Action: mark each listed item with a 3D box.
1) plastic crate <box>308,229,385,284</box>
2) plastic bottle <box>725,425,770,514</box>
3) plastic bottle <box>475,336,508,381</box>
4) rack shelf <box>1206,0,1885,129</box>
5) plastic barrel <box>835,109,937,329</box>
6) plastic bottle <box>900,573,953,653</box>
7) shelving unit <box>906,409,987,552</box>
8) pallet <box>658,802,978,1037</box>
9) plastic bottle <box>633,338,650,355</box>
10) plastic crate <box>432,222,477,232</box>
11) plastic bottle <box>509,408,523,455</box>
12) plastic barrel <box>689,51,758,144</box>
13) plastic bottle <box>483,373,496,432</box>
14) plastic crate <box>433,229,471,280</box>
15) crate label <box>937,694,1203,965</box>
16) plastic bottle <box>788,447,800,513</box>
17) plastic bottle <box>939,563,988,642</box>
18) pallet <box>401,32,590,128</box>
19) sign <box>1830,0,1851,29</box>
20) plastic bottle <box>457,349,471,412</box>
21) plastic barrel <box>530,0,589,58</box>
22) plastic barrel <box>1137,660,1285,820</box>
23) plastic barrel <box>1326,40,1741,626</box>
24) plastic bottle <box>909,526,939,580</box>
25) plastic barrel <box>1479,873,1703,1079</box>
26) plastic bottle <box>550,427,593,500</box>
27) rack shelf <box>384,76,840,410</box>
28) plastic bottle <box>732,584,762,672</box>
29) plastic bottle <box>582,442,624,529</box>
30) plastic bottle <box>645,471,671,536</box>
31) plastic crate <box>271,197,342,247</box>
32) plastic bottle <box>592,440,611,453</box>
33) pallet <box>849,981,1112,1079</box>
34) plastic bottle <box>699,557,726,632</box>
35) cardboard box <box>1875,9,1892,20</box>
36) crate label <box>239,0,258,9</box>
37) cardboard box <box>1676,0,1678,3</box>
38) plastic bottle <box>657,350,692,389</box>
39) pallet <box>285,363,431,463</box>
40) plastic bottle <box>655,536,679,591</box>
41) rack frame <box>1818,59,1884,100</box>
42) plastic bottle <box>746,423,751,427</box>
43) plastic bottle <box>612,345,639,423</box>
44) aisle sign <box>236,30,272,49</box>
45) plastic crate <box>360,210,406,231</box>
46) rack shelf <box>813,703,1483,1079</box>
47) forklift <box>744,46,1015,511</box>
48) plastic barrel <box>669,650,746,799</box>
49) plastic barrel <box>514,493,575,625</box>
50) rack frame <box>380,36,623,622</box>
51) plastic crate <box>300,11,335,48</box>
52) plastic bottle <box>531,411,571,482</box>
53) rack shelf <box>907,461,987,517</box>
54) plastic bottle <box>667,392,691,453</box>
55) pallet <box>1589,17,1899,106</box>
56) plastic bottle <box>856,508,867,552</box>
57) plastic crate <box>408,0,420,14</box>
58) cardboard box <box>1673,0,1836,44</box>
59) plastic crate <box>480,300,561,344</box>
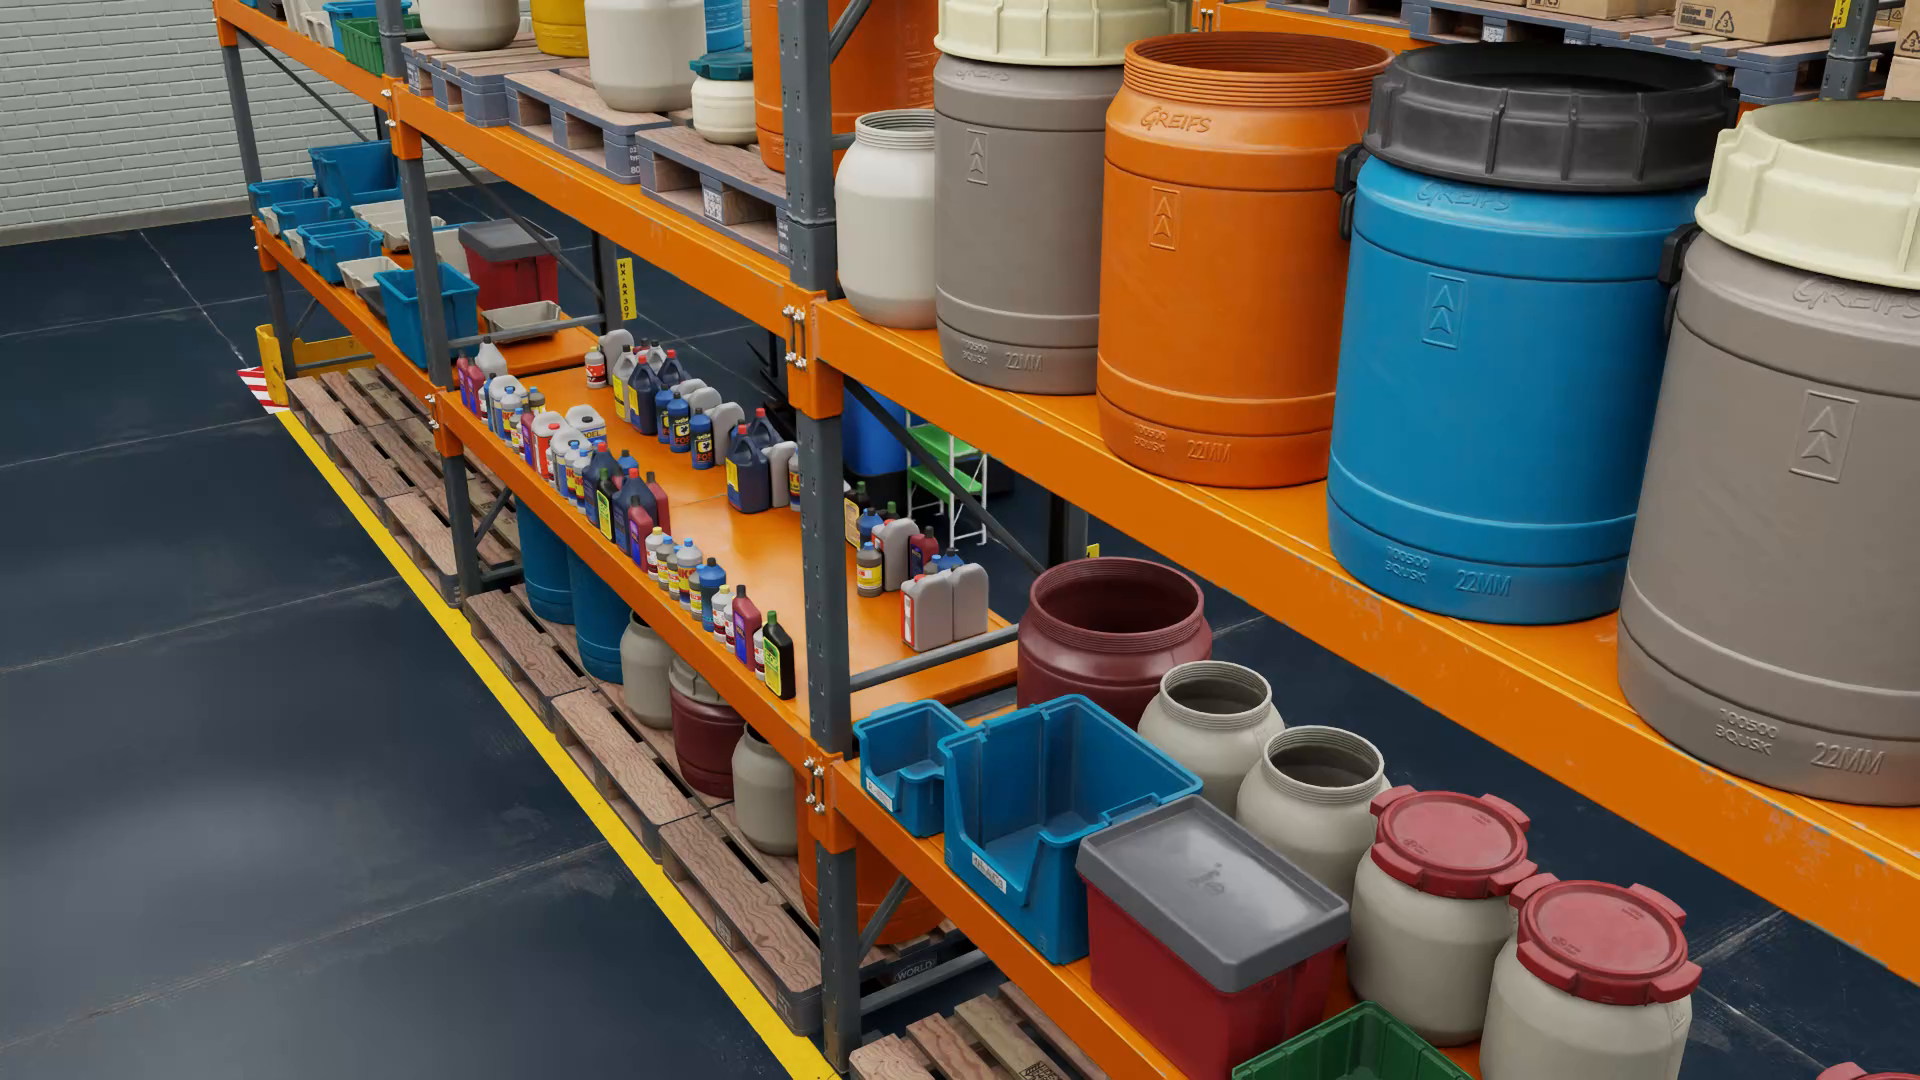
[{"bbox_3d":[-3.654,-1.694,9.951,0.416,0.233,0.300,-16,29,-30],"label":"plastic crate"},{"bbox_3d":[-0.888,-0.303,6.936,0.144,0.351,0.185,-16,29,-30],"label":"plastic bottle"},{"bbox_3d":[-2.269,-0.817,8.025,0.144,0.351,0.185,-16,29,-30],"label":"plastic bottle"},{"bbox_3d":[3.030,-2.525,8.915,1.077,0.370,4.000,-16,29,-30],"label":"rack shelf"},{"bbox_3d":[-0.115,-0.849,4.390,0.421,0.512,0.421,0,25,0],"label":"plastic barrel"},{"bbox_3d":[-0.121,0.237,5.880,0.152,0.276,0.135,-16,29,-30],"label":"plastic bottle"},{"bbox_3d":[-0.080,-0.584,9.582,0.258,1.200,0.503,-14,29,-28],"label":"shelving unit"},{"bbox_3d":[-0.493,1.364,6.613,1.003,0.211,1.213,-16,29,-30],"label":"pallet"},{"bbox_3d":[-1.561,-0.865,8.205,0.061,0.283,0.133,-16,29,-30],"label":"plastic bottle"},{"bbox_3d":[-3.059,-1.763,10.096,0.416,0.233,0.300,-16,29,-30],"label":"plastic crate"},{"bbox_3d":[-1.985,-0.498,7.523,0.097,0.201,0.097,0,25,0],"label":"plastic bottle"},{"bbox_3d":[-0.736,-1.458,5.481,0.301,0.262,0.301,0,25,0],"label":"plastic barrel"},{"bbox_3d":[-2.165,-0.647,7.758,0.097,0.271,0.097,0,25,0],"label":"plastic bottle"},{"bbox_3d":[-2.891,-1.618,9.732,0.437,0.282,0.530,-16,29,-30],"label":"plastic crate"},{"bbox_3d":[0.288,0.778,4.547,0.502,0.435,0.616,-16,29,-30],"label":"crate label"},{"bbox_3d":[-0.664,-0.257,6.932,0.097,0.271,0.097,0,25,0],"label":"plastic bottle"},{"bbox_3d":[0.007,0.201,5.955,0.152,0.276,0.135,-16,29,-30],"label":"plastic bottle"},{"bbox_3d":[-1.702,-2.069,7.326,1.213,0.211,1.003,-16,29,-30],"label":"pallet"},{"bbox_3d":[3.652,-2.279,6.851,0.100,0.325,0.005,-16,29,-30],"label":"sign"},{"bbox_3d":[-2.369,-0.772,8.008,0.061,0.283,0.133,-16,29,-30],"label":"plastic bottle"},{"bbox_3d":[-1.543,-2.408,7.110,0.600,0.588,0.600,0,25,0],"label":"plastic barrel"},{"bbox_3d":[0.713,0.643,4.743,0.421,0.512,0.421,0,25,0],"label":"plastic barrel"},{"bbox_3d":[0.982,-0.376,2.932,0.600,0.901,0.708,-16,29,-30],"label":"plastic barrel"},{"bbox_3d":[-0.135,0.070,6.225,0.061,0.283,0.133,-16,29,-30],"label":"plastic bottle"},{"bbox_3d":[1.417,1.089,3.770,0.433,0.535,0.433,0,25,0],"label":"plastic barrel"},{"bbox_3d":[-1.646,-0.331,7.082,0.152,0.276,0.135,-16,29,-30],"label":"plastic bottle"},{"bbox_3d":[-1.120,-1.371,6.470,1.077,0.370,4.000,-16,29,-30],"label":"rack shelf"},{"bbox_3d":[-0.732,0.300,5.737,0.061,0.283,0.133,-16,29,-30],"label":"plastic bottle"},{"bbox_3d":[-1.456,-0.237,6.796,0.144,0.351,0.185,-16,29,-30],"label":"plastic bottle"},{"bbox_3d":[-1.210,-0.126,6.639,0.061,0.283,0.133,-16,29,-30],"label":"plastic bottle"},{"bbox_3d":[-4.177,-2.037,10.677,0.416,0.233,0.300,-16,29,-30],"label":"plastic crate"},{"bbox_3d":[-1.552,-0.333,7.174,0.097,0.201,0.097,0,25,0],"label":"plastic bottle"},{"bbox_3d":[0.362,1.923,5.430,1.003,0.211,1.213,-16,29,-30],"label":"pallet"},{"bbox_3d":[-0.886,0.191,5.983,0.097,0.271,0.097,0,25,0],"label":"plastic bottle"},{"bbox_3d":[9.196,-5.484,16.565,0.500,0.500,0.500,-15,29,-29],"label":"cardboard box"},{"bbox_3d":[-4.162,-3.370,10.035,0.408,0.251,0.502,-16,29,-30],"label":"crate label"},{"bbox_3d":[5.666,-4.066,13.213,0.500,0.500,0.500,-17,30,-31],"label":"cardboard box"},{"bbox_3d":[-1.335,-0.714,7.807,0.144,0.351,0.185,-16,29,-30],"label":"plastic bottle"},{"bbox_3d":[-3.977,-0.921,11.454,1.003,0.211,1.213,-16,29,-30],"label":"pallet"},{"bbox_3d":[-1.099,0.083,6.293,0.097,0.201,0.097,0,25,0],"label":"plastic bottle"},{"bbox_3d":[4.122,-0.779,7.886,1.000,3.000,0.127,-16,29,-30],"label":"rack frame"},{"bbox_3d":[-0.886,-0.423,7.268,0.061,0.283,0.133,-16,29,-30],"label":"plastic bottle"},{"bbox_3d":[-1.556,-0.747,7.876,0.144,0.351,0.185,-16,29,-30],"label":"plastic bottle"},{"bbox_3d":[-4.683,-3.618,10.855,0.394,0.787,0.004,-16,29,-30],"label":"aisle sign"},{"bbox_3d":[-3.652,-2.037,10.791,0.396,0.136,0.243,-16,29,-30],"label":"plastic crate"},{"bbox_3d":[1.064,1.416,4.079,1.077,0.370,4.000,-16,29,-30],"label":"rack shelf"},{"bbox_3d":[-0.697,-2.088,10.741,1.130,2.935,3.031,-10,27,-20],"label":"forklift"},{"bbox_3d":[-0.926,0.701,7.084,0.600,0.588,0.708,-16,29,-30],"label":"plastic barrel"},{"bbox_3d":[-1.929,-0.098,8.409,0.600,0.901,0.708,-16,29,-30],"label":"plastic barrel"},{"bbox_3d":[-2.212,-1.055,8.472,1.000,3.000,0.127,-16,29,-30],"label":"rack frame"},{"bbox_3d":[-3.225,-2.659,8.663,0.293,0.136,0.466,-16,29,-30],"label":"plastic crate"},{"bbox_3d":[-1.773,-0.414,7.258,0.152,0.276,0.135,-16,29,-30],"label":"plastic bottle"},{"bbox_3d":[-0.080,-0.309,9.712,0.258,0.148,0.480,-14,29,-28],"label":"rack shelf"},{"bbox_3d":[-1.272,-0.537,7.524,0.097,0.271,0.097,0,25,0],"label":"plastic bottle"},{"bbox_3d":[3.726,-2.268,7.748,1.213,0.211,1.003,-14,29,-27],"label":"pallet"},{"bbox_3d":[-0.359,-0.026,6.524,0.097,0.201,0.097,0,25,0],"label":"plastic bottle"},{"bbox_3d":[-3.059,-3.042,9.475,0.437,0.136,0.530,-16,29,-30],"label":"plastic crate"},{"bbox_3d":[3.729,-2.573,7.561,0.797,0.503,0.637,-14,29,-27],"label":"cardboard box"},{"bbox_3d":[-2.346,-1.163,8.938,0.396,0.136,0.243,-16,29,-30],"label":"plastic crate"}]
